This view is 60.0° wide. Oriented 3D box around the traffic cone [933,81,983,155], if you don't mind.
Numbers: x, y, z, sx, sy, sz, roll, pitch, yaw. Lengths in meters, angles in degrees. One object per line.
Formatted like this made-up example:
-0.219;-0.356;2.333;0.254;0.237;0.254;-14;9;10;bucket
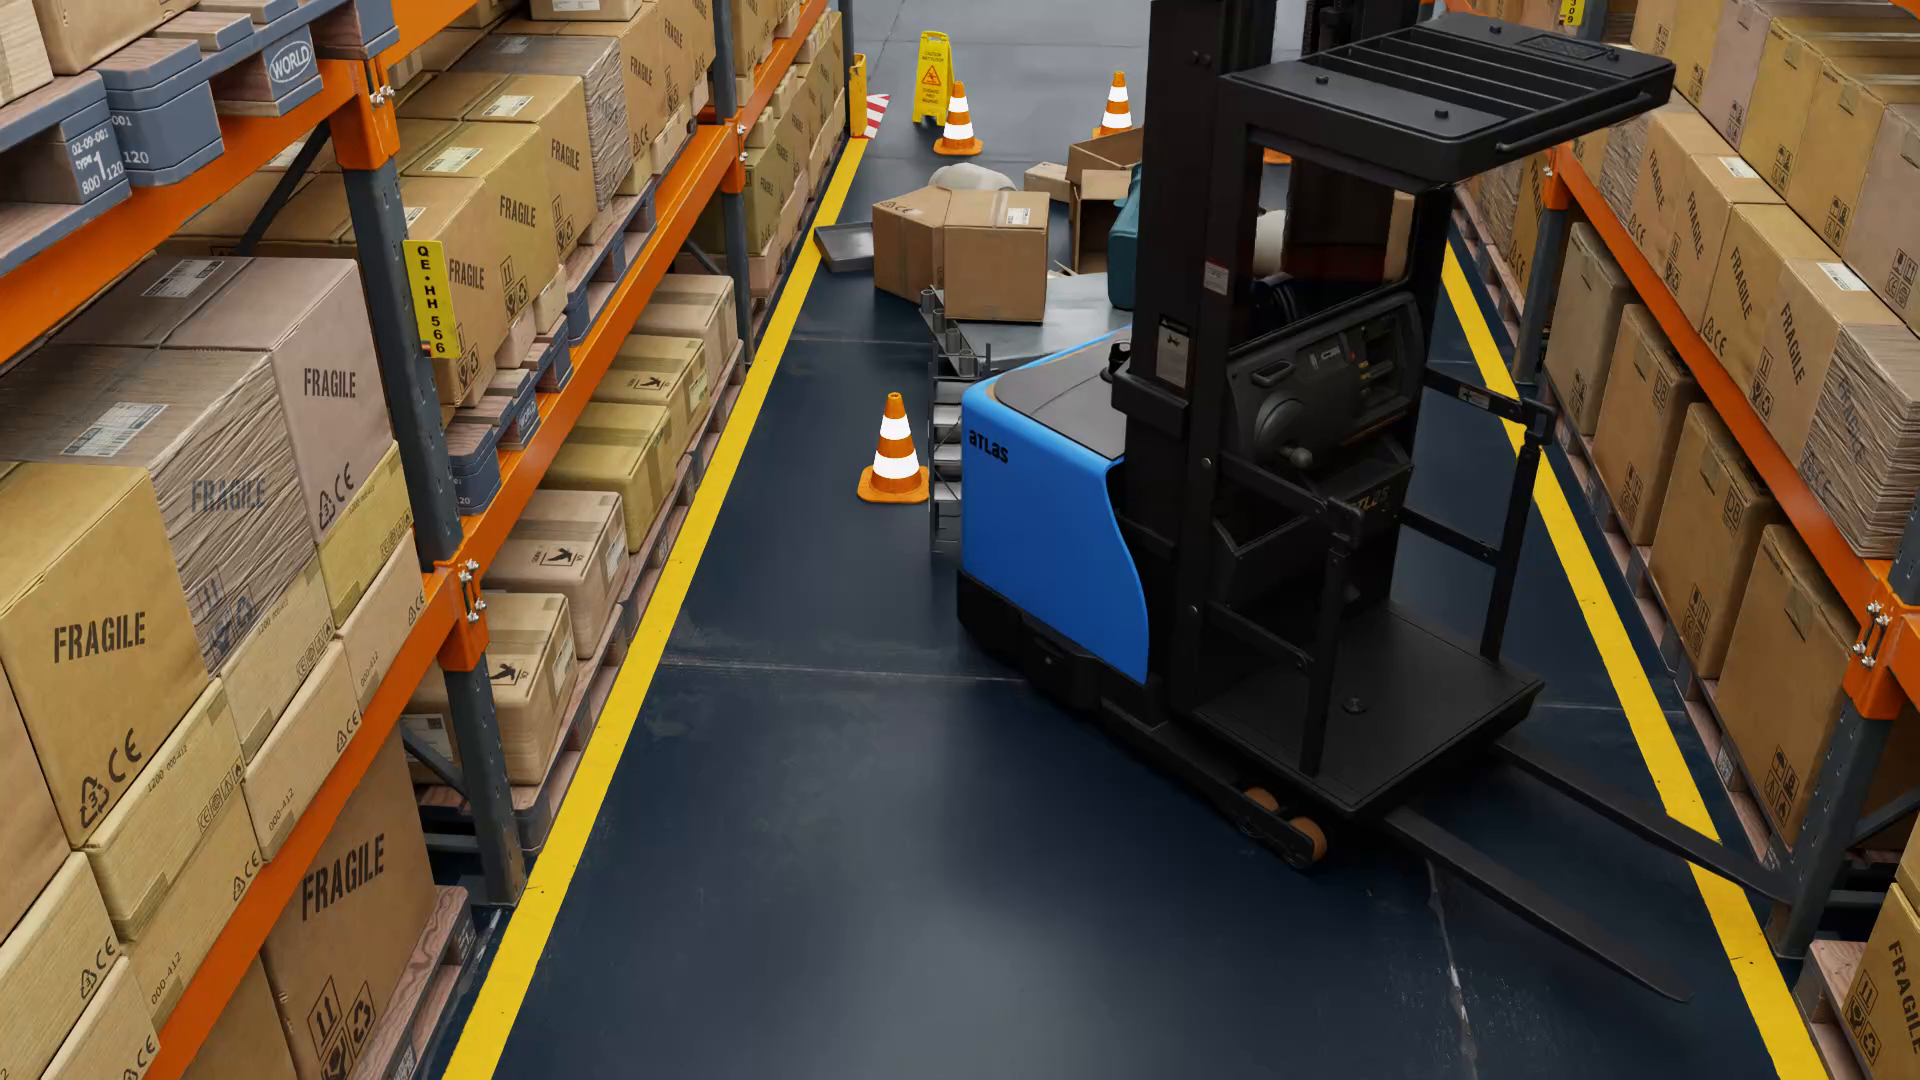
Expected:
-0.013;-2.970;11.629;0.336;0.463;0.334;2;32;4;traffic cone

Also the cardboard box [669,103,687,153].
-1.380;-1.756;7.080;0.380;0.149;0.250;2;32;3;cardboard box

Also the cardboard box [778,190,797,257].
-1.240;-1.824;9.570;0.500;0.250;0.500;4;32;7;cardboard box

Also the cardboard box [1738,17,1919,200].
3.194;-1.491;5.762;0.700;0.500;0.500;2;32;3;cardboard box

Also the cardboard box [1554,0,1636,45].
3.371;-2.337;8.041;0.875;0.550;0.550;2;32;4;cardboard box

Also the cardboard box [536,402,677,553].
-1.739;-0.285;6.957;0.950;0.372;0.625;3;32;6;cardboard box

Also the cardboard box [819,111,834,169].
-1.111;-2.634;10.885;0.500;0.250;0.500;3;32;4;cardboard box

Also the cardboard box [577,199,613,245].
-1.523;-1.224;6.216;0.380;0.149;0.250;3;32;6;cardboard box

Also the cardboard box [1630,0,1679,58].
3.318;-2.288;7.056;0.700;0.500;0.500;2;32;3;cardboard box

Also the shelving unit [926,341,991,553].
-0.001;-0.379;7.007;0.258;0.900;0.210;2;32;4;shelving unit

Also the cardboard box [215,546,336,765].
-1.739;0.236;3.674;0.500;0.250;0.500;2;32;3;cardboard box

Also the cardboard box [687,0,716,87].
-1.398;-2.335;7.401;0.500;0.500;0.500;2;32;3;cardboard box

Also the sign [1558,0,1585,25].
2.799;-2.505;7.556;0.100;0.325;0.005;2;32;4;sign

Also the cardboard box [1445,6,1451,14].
3.689;-3.089;11.028;0.875;0.875;0.875;3;32;4;cardboard box

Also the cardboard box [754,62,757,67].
-1.284;-2.557;8.780;0.380;0.149;0.250;2;32;4;cardboard box

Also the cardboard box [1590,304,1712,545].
3.309;-0.468;6.895;1.050;0.750;0.750;2;32;4;cardboard box

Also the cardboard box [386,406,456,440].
-1.703;-0.381;4.848;0.380;0.149;0.250;1;32;1;cardboard box

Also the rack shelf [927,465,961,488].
-0.001;-0.274;7.072;0.258;0.077;0.200;2;32;4;rack shelf

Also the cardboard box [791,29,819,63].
-1.079;-3.040;10.211;0.380;0.149;0.250;4;32;6;cardboard box

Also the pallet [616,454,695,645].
-1.748;-0.005;7.057;1.003;0.211;1.213;2;32;4;pallet

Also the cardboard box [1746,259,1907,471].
2.838;-0.539;5.170;0.500;0.500;0.500;2;32;4;cardboard box

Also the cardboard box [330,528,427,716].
-1.697;0.192;4.222;0.500;0.250;0.500;1;32;2;cardboard box

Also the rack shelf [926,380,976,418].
-0.001;-0.580;6.883;0.258;0.077;0.200;2;32;4;rack shelf

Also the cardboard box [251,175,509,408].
-1.647;-0.721;4.781;0.500;0.500;0.500;2;32;3;cardboard box

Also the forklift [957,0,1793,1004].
1.325;-0.466;5.213;1.130;2.935;3.031;-24;39;-33;forklift

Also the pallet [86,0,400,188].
-1.914;-1.005;3.342;1.213;0.211;1.003;4;32;6;pallet

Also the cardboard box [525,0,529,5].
-1.953;-2.092;7.006;0.500;0.500;0.500;3;32;4;cardboard box

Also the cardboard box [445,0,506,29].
-1.966;-2.060;6.336;0.380;0.149;0.250;4;32;7;cardboard box

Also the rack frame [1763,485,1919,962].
3.027;0.011;4.372;1.000;3.000;0.127;2;32;4;rack frame

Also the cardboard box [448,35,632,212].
-1.527;-1.532;6.098;0.500;0.500;0.500;1;32;2;cardboard box

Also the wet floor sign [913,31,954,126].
-0.182;-3.382;12.122;0.267;0.644;0.232;14;34;21;wet floor sign

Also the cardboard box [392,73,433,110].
-2.084;-1.279;5.688;0.500;0.500;0.500;0;32;1;cardboard box

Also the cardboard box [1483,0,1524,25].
3.498;-3.185;9.416;0.875;0.550;0.500;2;32;4;cardboard box

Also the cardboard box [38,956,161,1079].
-1.793;0.991;2.927;0.500;0.250;0.500;2;32;3;cardboard box

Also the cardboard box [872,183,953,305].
-0.146;-1.678;9.494;0.500;0.500;0.500;27;41;37;cardboard box

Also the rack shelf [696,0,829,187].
-1.426;-2.978;9.909;1.077;0.370;4.000;2;32;4;rack shelf

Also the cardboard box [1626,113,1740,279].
2.958;-1.334;6.460;0.500;0.500;0.500;2;32;4;cardboard box

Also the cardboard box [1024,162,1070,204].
0.643;-2.345;10.914;0.380;0.149;0.250;20;37;29;cardboard box

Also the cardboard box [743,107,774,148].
-1.202;-2.202;8.852;0.380;0.149;0.250;3;32;5;cardboard box

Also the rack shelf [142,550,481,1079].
-2.078;1.205;3.121;1.077;0.370;4.000;2;32;4;rack shelf

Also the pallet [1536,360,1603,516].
3.365;-0.486;7.838;1.003;0.211;1.213;2;32;4;pallet

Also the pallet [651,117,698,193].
-1.796;-1.764;7.436;1.003;0.211;1.213;2;32;4;pallet

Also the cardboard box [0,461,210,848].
-1.777;0.194;3.027;0.500;0.500;0.500;2;32;4;cardboard box

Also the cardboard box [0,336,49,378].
-2.229;-0.108;3.518;0.500;0.500;0.500;3;32;4;cardboard box

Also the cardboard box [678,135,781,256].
-1.272;-1.863;8.920;0.500;0.500;0.500;4;32;6;cardboard box

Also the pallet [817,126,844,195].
-1.371;-2.680;11.398;1.003;0.211;1.213;2;32;4;pallet

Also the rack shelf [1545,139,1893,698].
3.190;-0.728;6.258;1.077;0.370;4.000;2;32;4;rack shelf

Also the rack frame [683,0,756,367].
-1.589;-2.239;8.024;1.000;3.000;0.127;2;32;4;rack frame

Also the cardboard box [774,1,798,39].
-1.130;-2.951;9.419;0.380;0.149;0.250;3;32;4;cardboard box

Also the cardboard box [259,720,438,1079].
-2.054;0.936;4.497;0.875;0.875;0.875;2;32;4;cardboard box

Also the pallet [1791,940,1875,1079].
2.962;1.607;4.441;1.003;0.211;1.213;2;32;4;pallet

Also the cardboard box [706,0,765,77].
-1.275;-2.626;8.273;0.500;0.500;0.500;2;32;4;cardboard box

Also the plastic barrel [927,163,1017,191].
0.077;-2.089;10.236;0.512;0.421;0.421;27;41;37;plastic barrel

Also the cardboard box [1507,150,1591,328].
3.474;-1.680;8.742;0.875;0.875;0.875;3;32;5;cardboard box

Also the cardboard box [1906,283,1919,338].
3.074;-0.691;4.464;0.700;0.500;0.500;2;32;4;cardboard box

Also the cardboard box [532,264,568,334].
-1.535;-0.811;5.547;0.380;0.149;0.250;3;32;4;cardboard box

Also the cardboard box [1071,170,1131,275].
1.049;-1.809;9.577;0.797;0.637;0.503;2;32;4;cardboard box

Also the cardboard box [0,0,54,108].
-1.678;-0.811;2.575;0.396;0.266;0.258;2;32;3;cardboard box

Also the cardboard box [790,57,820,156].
-1.156;-2.691;10.263;0.500;0.500;0.500;2;32;3;cardboard box
